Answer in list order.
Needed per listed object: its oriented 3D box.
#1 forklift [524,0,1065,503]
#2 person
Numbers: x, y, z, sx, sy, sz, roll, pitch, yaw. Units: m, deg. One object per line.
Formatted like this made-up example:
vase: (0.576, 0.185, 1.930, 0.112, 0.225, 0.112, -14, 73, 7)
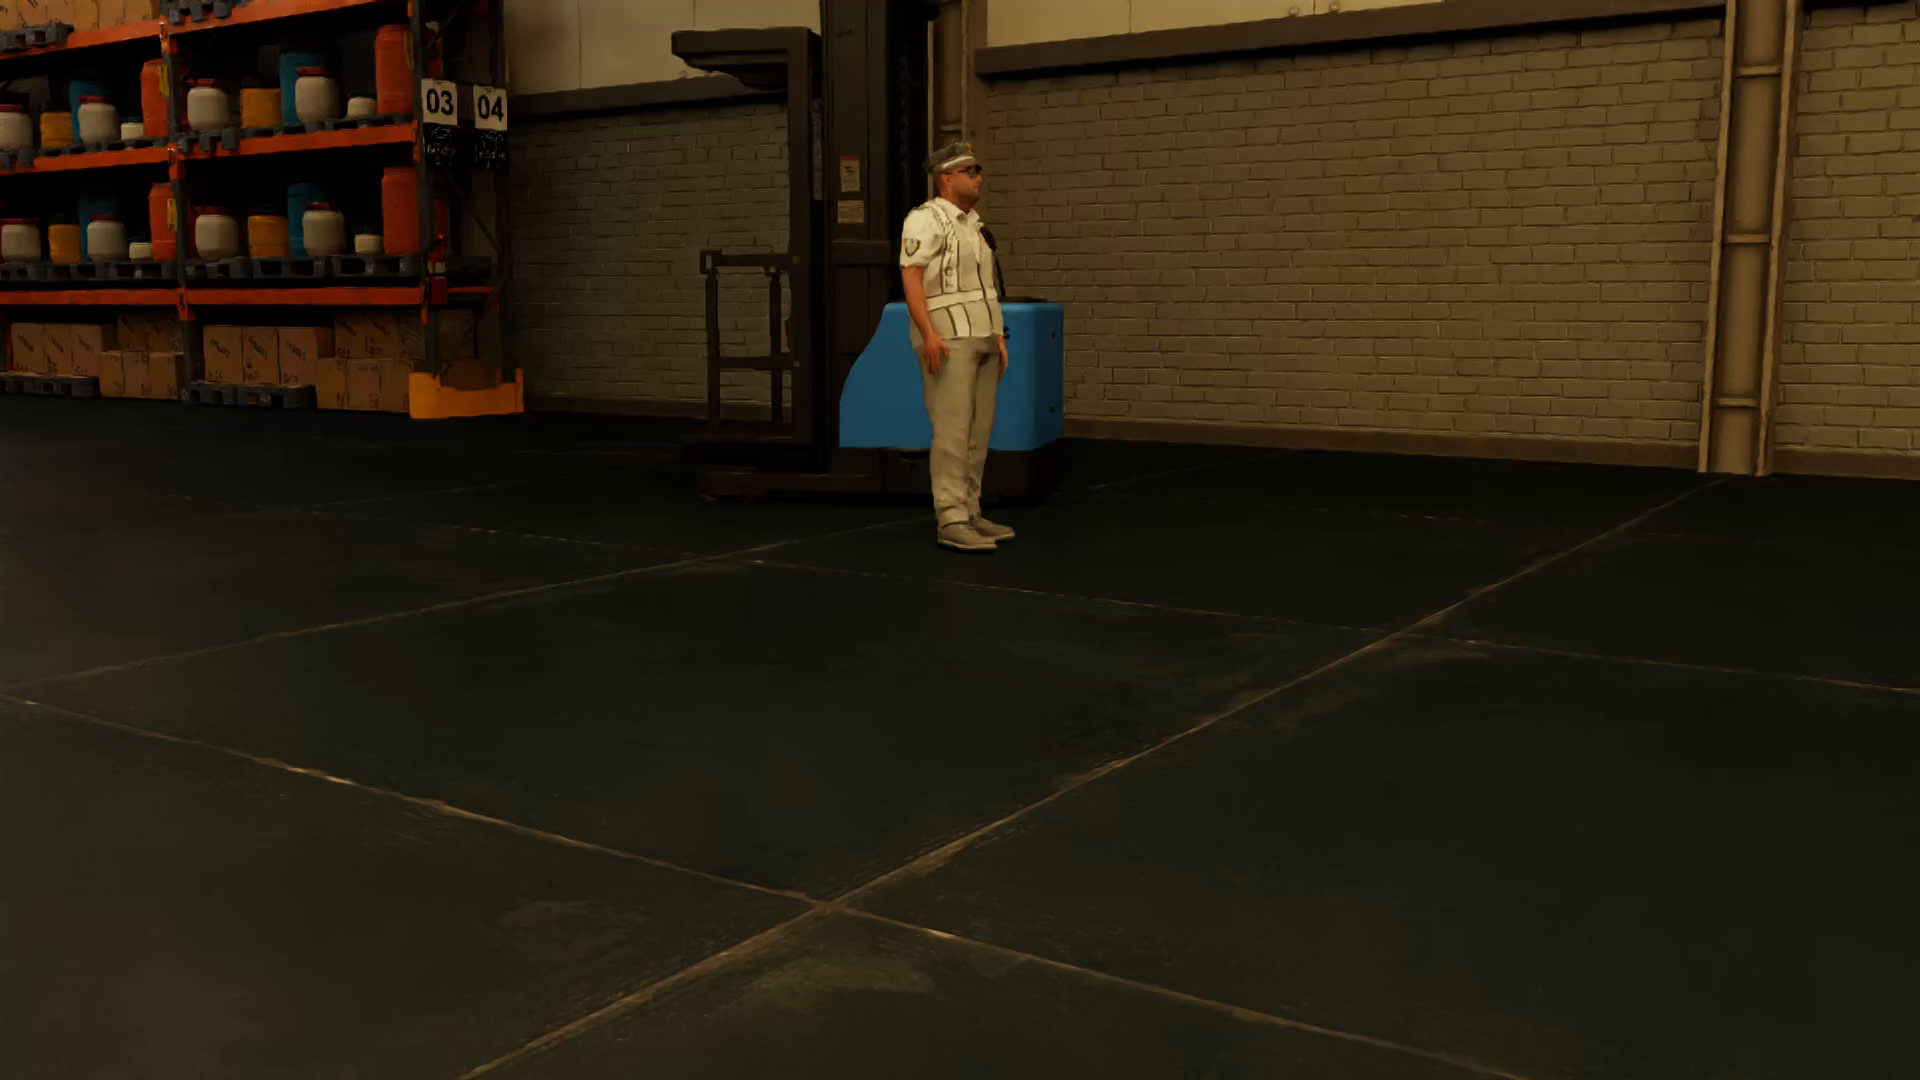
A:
forklift: (-0.967, -1.730, 9.359, 3.031, 2.935, 1.130, 2, 8, 14)
person: (0.058, -0.882, 7.424, 0.574, 1.781, 0.640, 5, 10, 34)
